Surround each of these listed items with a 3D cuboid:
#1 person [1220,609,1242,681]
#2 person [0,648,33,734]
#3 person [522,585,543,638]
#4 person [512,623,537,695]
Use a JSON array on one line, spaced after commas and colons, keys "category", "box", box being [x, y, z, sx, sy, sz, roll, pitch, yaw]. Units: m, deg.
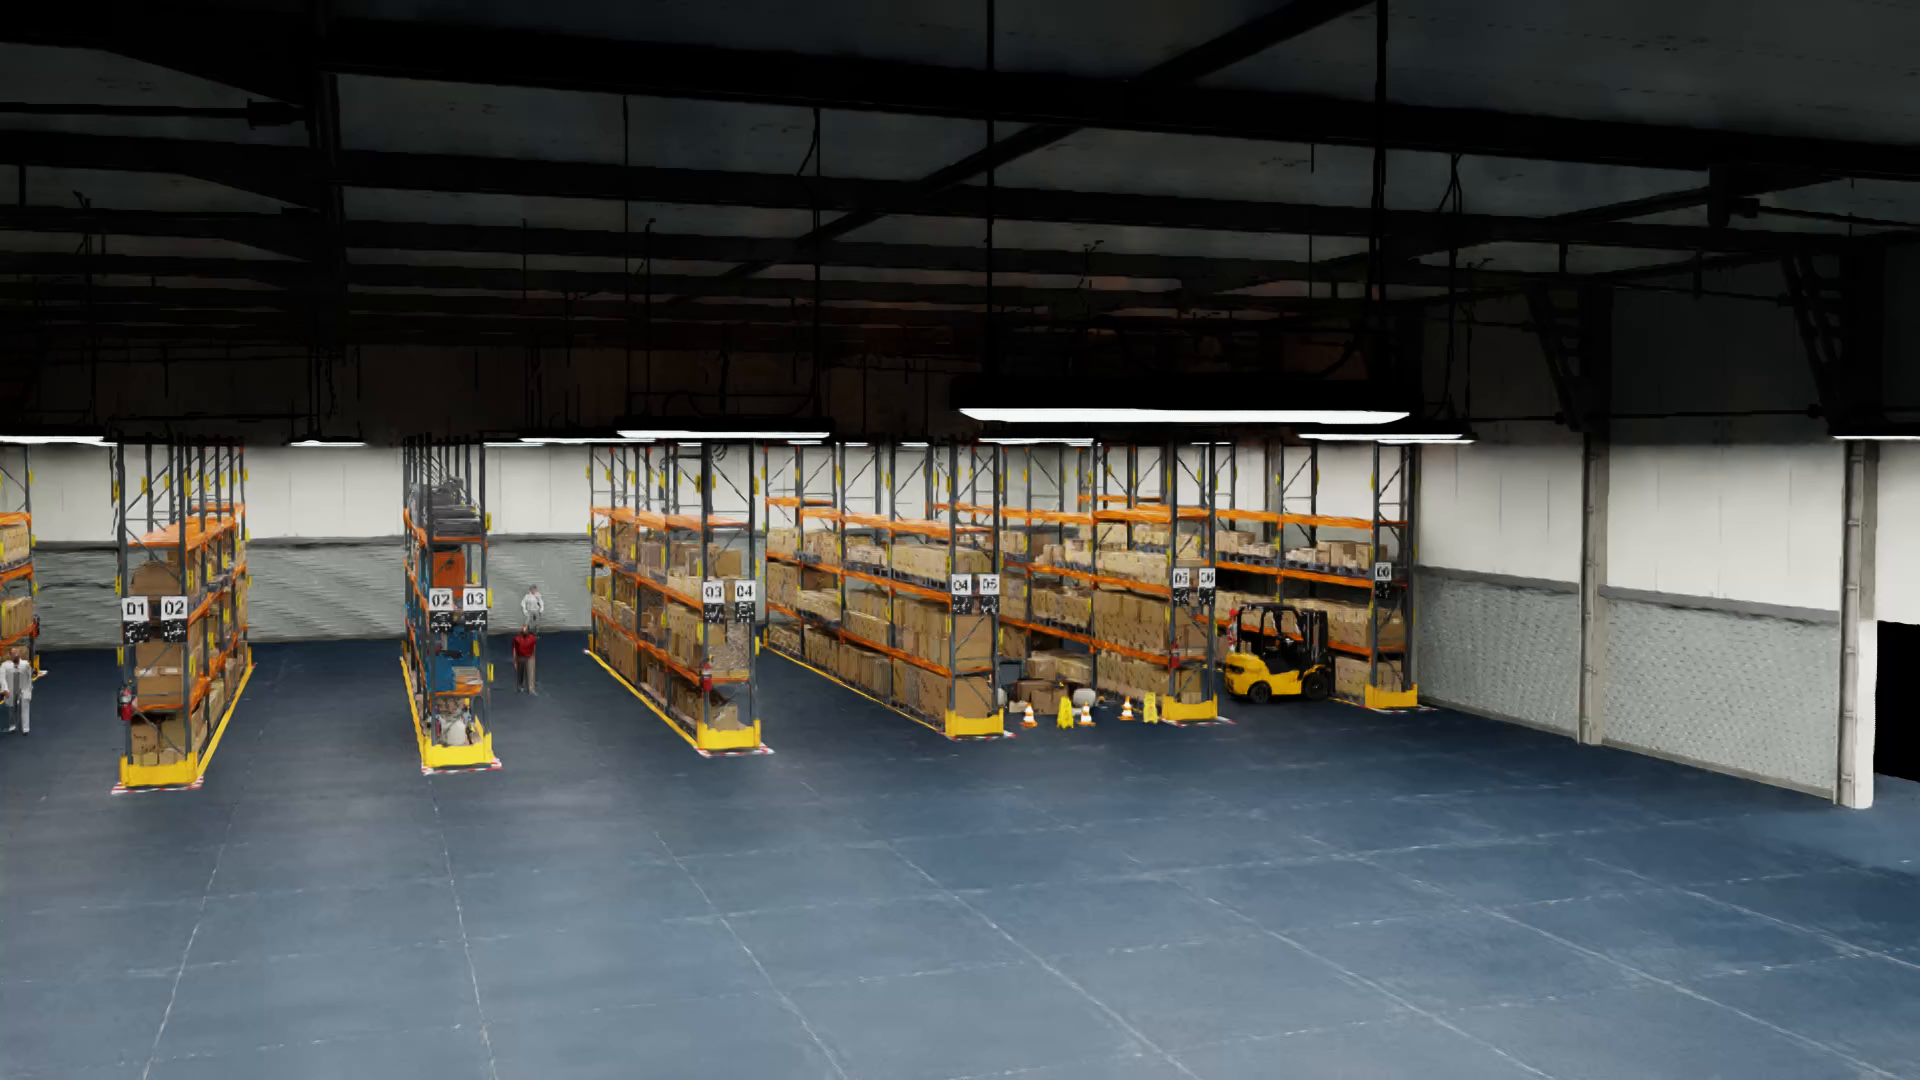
[{"category": "person", "box": [6.626, 2.573, 40.510, 0.576, 1.782, 0.659, 0, 3, 6]}, {"category": "person", "box": [-18.857, 3.006, 33.219, 0.577, 1.716, 1.104, -2, 4, -29]}, {"category": "person", "box": [-12.843, 2.147, 49.975, 0.639, 1.632, 0.512, -1, 3, -22]}, {"category": "person", "box": [-10.102, 2.746, 38.552, 0.542, 1.645, 1.126, -1, 3, -18]}]
